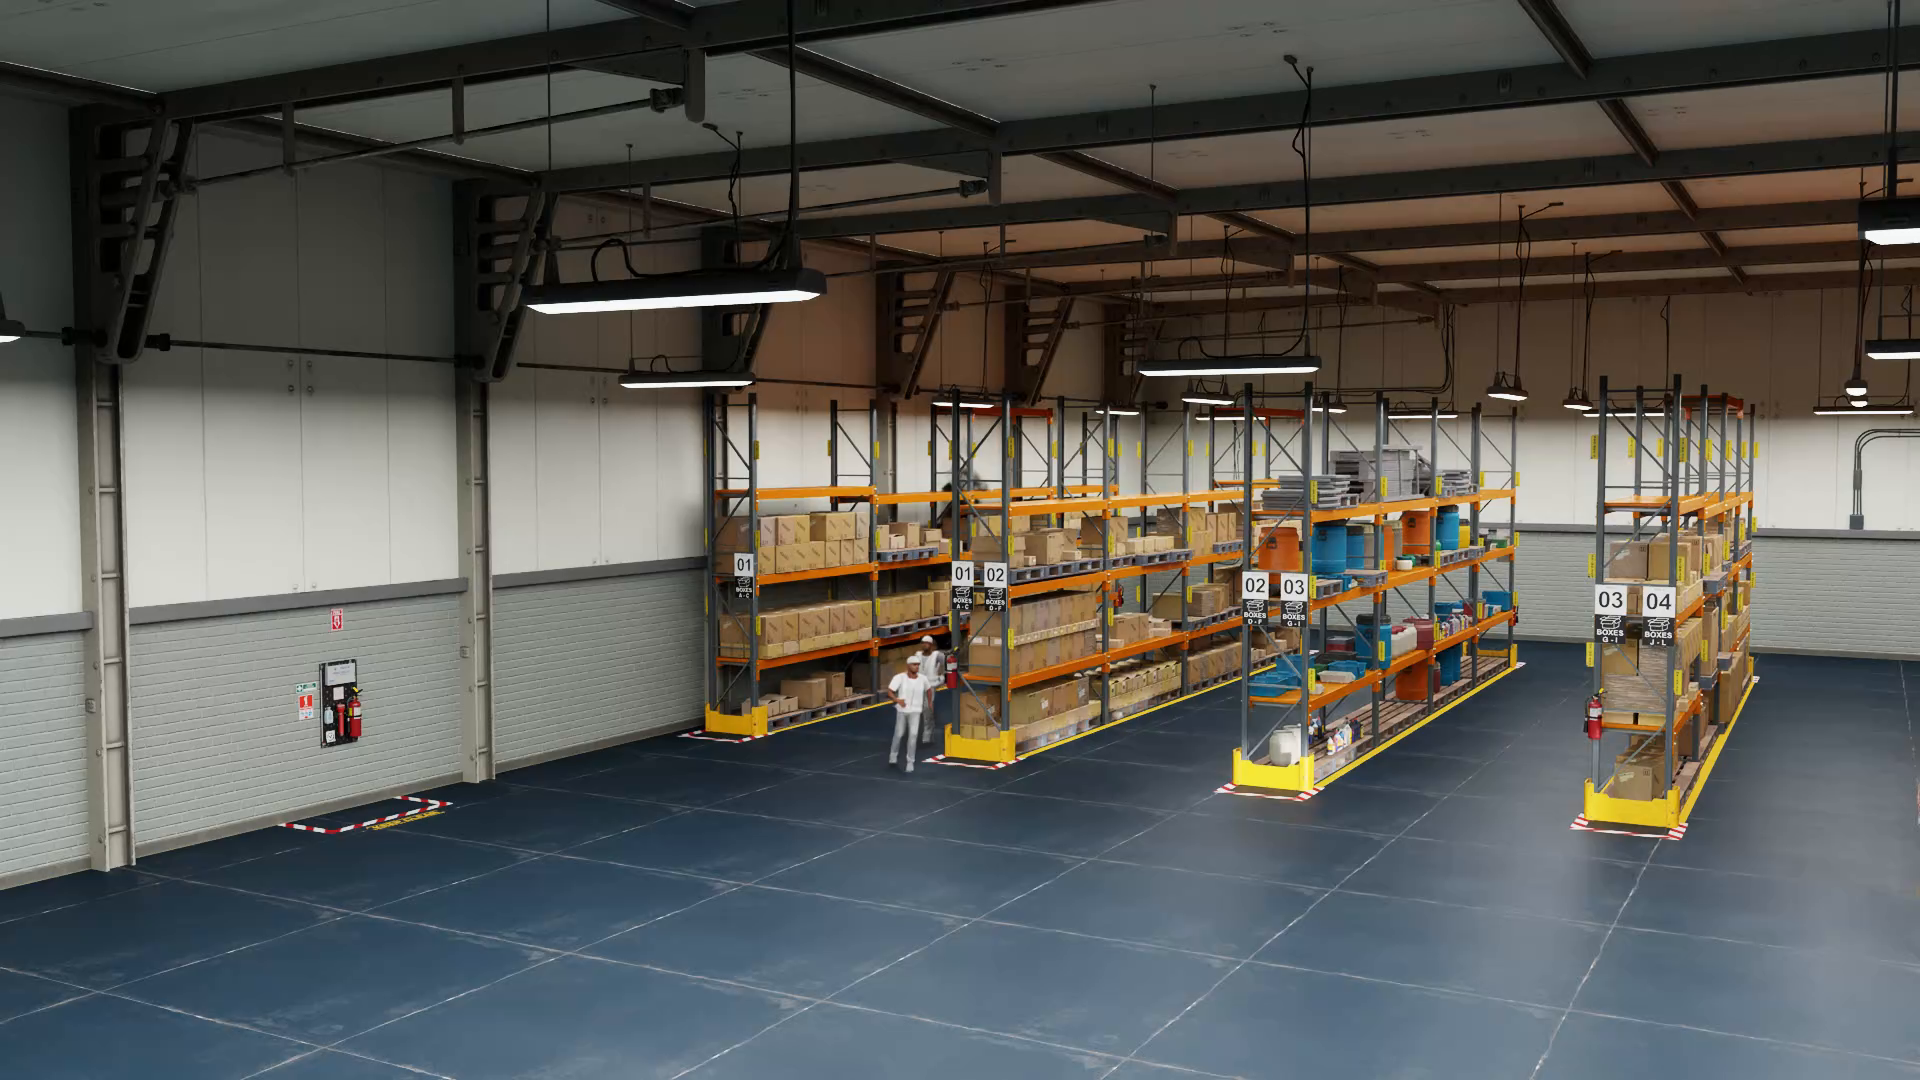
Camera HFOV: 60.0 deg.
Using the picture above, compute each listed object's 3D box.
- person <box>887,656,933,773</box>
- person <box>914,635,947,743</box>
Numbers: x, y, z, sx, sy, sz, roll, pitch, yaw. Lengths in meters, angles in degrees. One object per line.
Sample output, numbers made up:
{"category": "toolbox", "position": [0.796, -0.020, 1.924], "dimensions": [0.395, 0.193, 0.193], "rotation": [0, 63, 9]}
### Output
{"category": "person", "position": [-0.768, 2.703, 26.108], "dimensions": [0.753, 1.756, 0.863], "rotation": [-1, 3, -11]}
{"category": "person", "position": [-0.576, 2.563, 28.650], "dimensions": [0.656, 1.840, 0.729], "rotation": [2, 3, 27]}
